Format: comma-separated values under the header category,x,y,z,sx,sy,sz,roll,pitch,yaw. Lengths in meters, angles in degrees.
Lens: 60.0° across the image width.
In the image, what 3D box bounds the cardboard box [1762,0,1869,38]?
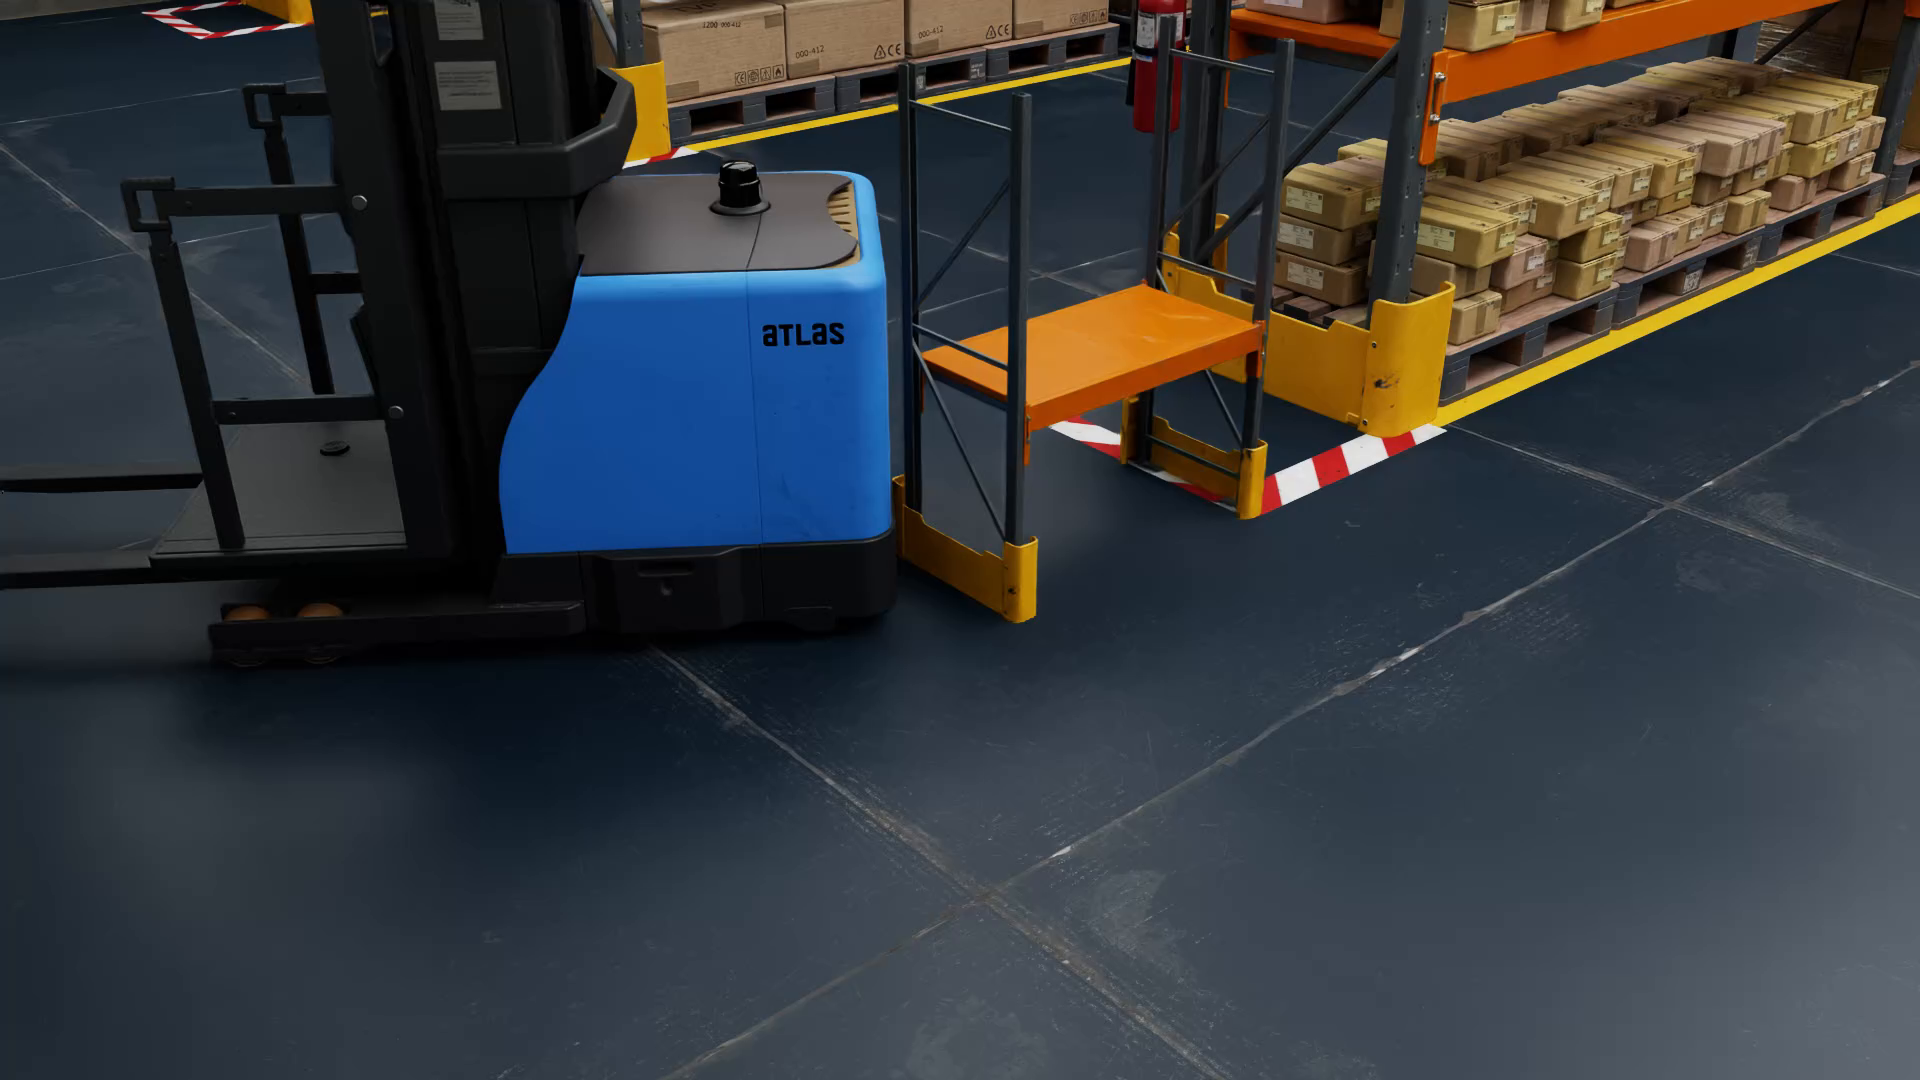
category,x,y,z,sx,sy,sz,roll,pitch,yaw
cardboard box,4.652,-2.868,8.844,0.500,0.250,0.500,-23,36,-36

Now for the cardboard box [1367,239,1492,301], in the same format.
category,x,y,z,sx,sy,sz,roll,pitch,yaw
cardboard box,1.772,-1.039,6.276,0.250,0.149,0.380,-20,34,-33

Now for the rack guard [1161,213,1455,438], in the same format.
category,x,y,z,sx,sy,sz,roll,pitch,yaw
rack guard,1.264,-0.833,6.278,0.348,0.500,1.175,-22,35,-35

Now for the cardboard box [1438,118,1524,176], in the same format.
category,x,y,z,sx,sy,sz,roll,pitch,yaw
cardboard box,2.194,-1.695,7.187,0.250,0.149,0.380,-20,34,-33

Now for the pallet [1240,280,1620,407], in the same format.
category,x,y,z,sx,sy,sz,roll,pitch,yaw
pallet,1.905,-0.941,6.787,1.213,0.211,1.003,-22,35,-35

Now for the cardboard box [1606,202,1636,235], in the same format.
category,x,y,z,sx,sy,sz,roll,pitch,yaw
cardboard box,2.551,-1.364,6.884,0.250,0.149,0.380,-24,36,-37

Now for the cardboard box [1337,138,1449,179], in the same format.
category,x,y,z,sx,sy,sz,roll,pitch,yaw
cardboard box,1.788,-1.536,6.890,0.250,0.149,0.380,-23,36,-36

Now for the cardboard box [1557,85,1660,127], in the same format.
category,x,y,z,sx,sy,sz,roll,pitch,yaw
cardboard box,3.014,-2.000,7.758,0.250,0.149,0.380,-21,35,-34

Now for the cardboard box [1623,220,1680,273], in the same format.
category,x,y,z,sx,sy,sz,roll,pitch,yaw
cardboard box,2.787,-1.269,7.022,0.250,0.149,0.380,-24,36,-37

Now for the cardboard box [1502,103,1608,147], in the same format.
category,x,y,z,sx,sy,sz,roll,pitch,yaw
cardboard box,2.647,-1.826,7.432,0.250,0.149,0.380,-22,35,-35

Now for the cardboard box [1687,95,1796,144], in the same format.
category,x,y,z,sx,sy,sz,roll,pitch,yaw
cardboard box,3.546,-1.901,7.573,0.250,0.149,0.380,-21,34,-33

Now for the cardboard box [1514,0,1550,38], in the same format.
category,x,y,z,sx,sy,sz,roll,pitch,yaw
cardboard box,1.832,-1.875,5.843,0.250,0.149,0.380,-20,34,-33

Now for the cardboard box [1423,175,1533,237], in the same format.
category,x,y,z,sx,sy,sz,roll,pitch,yaw
cardboard box,1.957,-1.268,6.388,0.250,0.149,0.380,-21,35,-34

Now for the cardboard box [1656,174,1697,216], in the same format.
category,x,y,z,sx,sy,sz,roll,pitch,yaw
cardboard box,2.943,-1.541,7.215,0.250,0.149,0.380,-20,34,-33

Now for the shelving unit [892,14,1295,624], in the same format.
category,x,y,z,sx,sy,sz,roll,pitch,yaw
shelving unit,0.386,-0.686,4.943,1.083,1.500,0.587,-22,35,-35

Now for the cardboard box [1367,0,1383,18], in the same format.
category,x,y,z,sx,sy,sz,roll,pitch,yaw
cardboard box,1.484,-2.065,6.198,0.250,0.149,0.380,-22,35,-35

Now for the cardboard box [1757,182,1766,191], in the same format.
category,x,y,z,sx,sy,sz,roll,pitch,yaw
cardboard box,3.482,-1.631,7.698,0.250,0.149,0.380,-23,36,-36

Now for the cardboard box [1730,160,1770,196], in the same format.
category,x,y,z,sx,sy,sz,roll,pitch,yaw
cardboard box,3.390,-1.682,7.479,0.250,0.149,0.380,-21,35,-34

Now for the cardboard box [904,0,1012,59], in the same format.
category,x,y,z,sx,sy,sz,roll,pitch,yaw
cardboard box,-0.268,-3.507,10.903,0.875,0.438,0.875,-23,36,-36

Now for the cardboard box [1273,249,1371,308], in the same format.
category,x,y,z,sx,sy,sz,roll,pitch,yaw
cardboard box,1.471,-1.076,6.659,0.250,0.149,0.380,-21,35,-34

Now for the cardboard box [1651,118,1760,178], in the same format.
category,x,y,z,sx,sy,sz,roll,pitch,yaw
cardboard box,3.203,-1.698,7.193,0.250,0.149,0.380,-23,36,-37

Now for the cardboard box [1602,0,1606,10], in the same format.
category,x,y,z,sx,sy,sz,roll,pitch,yaw
cardboard box,2.180,-2.067,6.202,0.250,0.149,0.380,-20,34,-33

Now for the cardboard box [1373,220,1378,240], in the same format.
category,x,y,z,sx,sy,sz,roll,pitch,yaw
cardboard box,1.656,-1.295,6.755,0.250,0.149,0.380,-23,36,-36

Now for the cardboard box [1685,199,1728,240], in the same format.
category,x,y,z,sx,sy,sz,roll,pitch,yaw
cardboard box,3.143,-1.449,7.358,0.250,0.149,0.380,-21,35,-34

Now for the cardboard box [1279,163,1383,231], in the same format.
category,x,y,z,sx,sy,sz,roll,pitch,yaw
cardboard box,1.445,-1.355,6.551,0.250,0.149,0.380,-21,35,-34

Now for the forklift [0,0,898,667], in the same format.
category,x,y,z,sx,sy,sz,roll,pitch,yaw
forklift,-1.725,-1.202,4.389,3.031,2.935,1.130,-2,28,-4

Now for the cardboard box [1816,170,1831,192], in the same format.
category,x,y,z,sx,sy,sz,roll,pitch,yaw
cardboard box,3.920,-1.772,7.962,0.250,0.149,0.380,-21,34,-34

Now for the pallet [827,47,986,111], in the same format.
category,x,y,z,sx,sy,sz,roll,pitch,yaw
pallet,-0.598,-3.070,10.771,1.213,0.211,1.003,-22,35,-35

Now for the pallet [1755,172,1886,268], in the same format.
category,x,y,z,sx,sy,sz,roll,pitch,yaw
pallet,3.761,-1.688,8.184,1.213,0.211,1.003,-22,35,-35

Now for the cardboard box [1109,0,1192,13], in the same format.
category,x,y,z,sx,sy,sz,roll,pitch,yaw
cardboard box,1.379,-4.346,12.009,0.875,0.875,0.875,-21,34,-33

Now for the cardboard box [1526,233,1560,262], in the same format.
category,x,y,z,sx,sy,sz,roll,pitch,yaw
cardboard box,2.145,-1.209,6.594,0.250,0.149,0.380,-21,35,-34

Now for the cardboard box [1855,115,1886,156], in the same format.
category,x,y,z,sx,sy,sz,roll,pitch,yaw
cardboard box,4.216,-1.984,8.044,0.250,0.149,0.380,-21,35,-34

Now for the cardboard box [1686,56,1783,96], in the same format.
category,x,y,z,sx,sy,sz,roll,pitch,yaw
cardboard box,3.853,-2.295,8.309,0.250,0.149,0.380,-20,34,-33

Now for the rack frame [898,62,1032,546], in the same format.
category,x,y,z,sx,sy,sz,roll,pitch,yaw
rack frame,0.006,-0.534,4.658,0.032,1.500,0.500,-22,35,-35

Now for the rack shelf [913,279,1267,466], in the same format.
category,x,y,z,sx,sy,sz,roll,pitch,yaw
rack shelf,0.393,-0.531,5.033,1.000,0.185,0.538,-22,35,-35

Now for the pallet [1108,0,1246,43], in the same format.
category,x,y,z,sx,sy,sz,roll,pitch,yaw
pallet,1.498,-3.913,12.348,1.213,0.211,1.003,-22,35,-35

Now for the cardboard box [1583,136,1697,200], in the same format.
category,x,y,z,sx,sy,sz,roll,pitch,yaw
cardboard box,2.814,-1.550,6.916,0.250,0.149,0.380,-21,35,-34

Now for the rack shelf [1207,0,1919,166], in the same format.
category,x,y,z,sx,sy,sz,roll,pitch,yaw
rack shelf,2.728,-2.206,6.959,4.000,0.370,1.077,-22,35,-35

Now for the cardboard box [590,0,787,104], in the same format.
category,x,y,z,sx,sy,sz,roll,pitch,yaw
cardboard box,-1.646,-2.949,9.858,0.875,0.438,0.875,-23,36,-37

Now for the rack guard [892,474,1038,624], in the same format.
category,x,y,z,sx,sy,sz,roll,pitch,yaw
rack guard,0.007,0.017,4.953,0.087,0.250,0.587,-22,35,-35

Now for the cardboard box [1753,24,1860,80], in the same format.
category,x,y,z,sx,sy,sz,roll,pitch,yaw
cardboard box,4.649,-2.535,9.018,0.500,0.500,0.500,-23,36,-36

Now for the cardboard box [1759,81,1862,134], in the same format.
category,x,y,z,sx,sy,sz,roll,pitch,yaw
cardboard box,3.979,-2.031,7.816,0.250,0.149,0.380,-21,35,-34

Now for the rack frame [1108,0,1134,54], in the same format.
category,x,y,z,sx,sy,sz,roll,pitch,yaw
rack frame,0.960,-4.880,11.198,0.127,3.000,1.000,-22,35,-35

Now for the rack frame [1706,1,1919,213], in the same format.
category,x,y,z,sx,sy,sz,roll,pitch,yaw
rack frame,4.249,-3.136,7.935,0.127,3.000,1.000,-22,35,-35

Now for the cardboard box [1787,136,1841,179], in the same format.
category,x,y,z,sx,sy,sz,roll,pitch,yaw
cardboard box,3.826,-1.809,7.716,0.250,0.149,0.380,-23,36,-37

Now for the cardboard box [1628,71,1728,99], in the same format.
category,x,y,z,sx,sy,sz,roll,pitch,yaw
cardboard box,3.444,-2.137,8.014,0.250,0.149,0.380,-22,35,-36

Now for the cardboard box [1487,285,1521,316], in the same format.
category,x,y,z,sx,sy,sz,roll,pitch,yaw
cardboard box,1.959,-0.995,6.508,0.250,0.149,0.380,-22,35,-35

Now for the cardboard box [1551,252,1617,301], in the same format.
category,x,y,z,sx,sy,sz,roll,pitch,yaw
cardboard box,2.409,-1.112,6.728,0.250,0.149,0.380,-21,35,-34

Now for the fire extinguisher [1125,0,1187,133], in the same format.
category,x,y,z,sx,sy,sz,roll,pitch,yaw
fire extinguisher,0.715,-1.802,5.917,0.183,0.674,0.296,-22,35,-35

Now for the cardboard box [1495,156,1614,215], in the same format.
category,x,y,z,sx,sy,sz,roll,pitch,yaw
cardboard box,2.367,-1.405,6.644,0.250,0.149,0.380,-24,36,-37

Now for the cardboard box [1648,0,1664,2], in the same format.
category,x,y,z,sx,sy,sz,roll,pitch,yaw
cardboard box,2.608,-2.206,6.463,0.250,0.149,0.380,-23,36,-36
